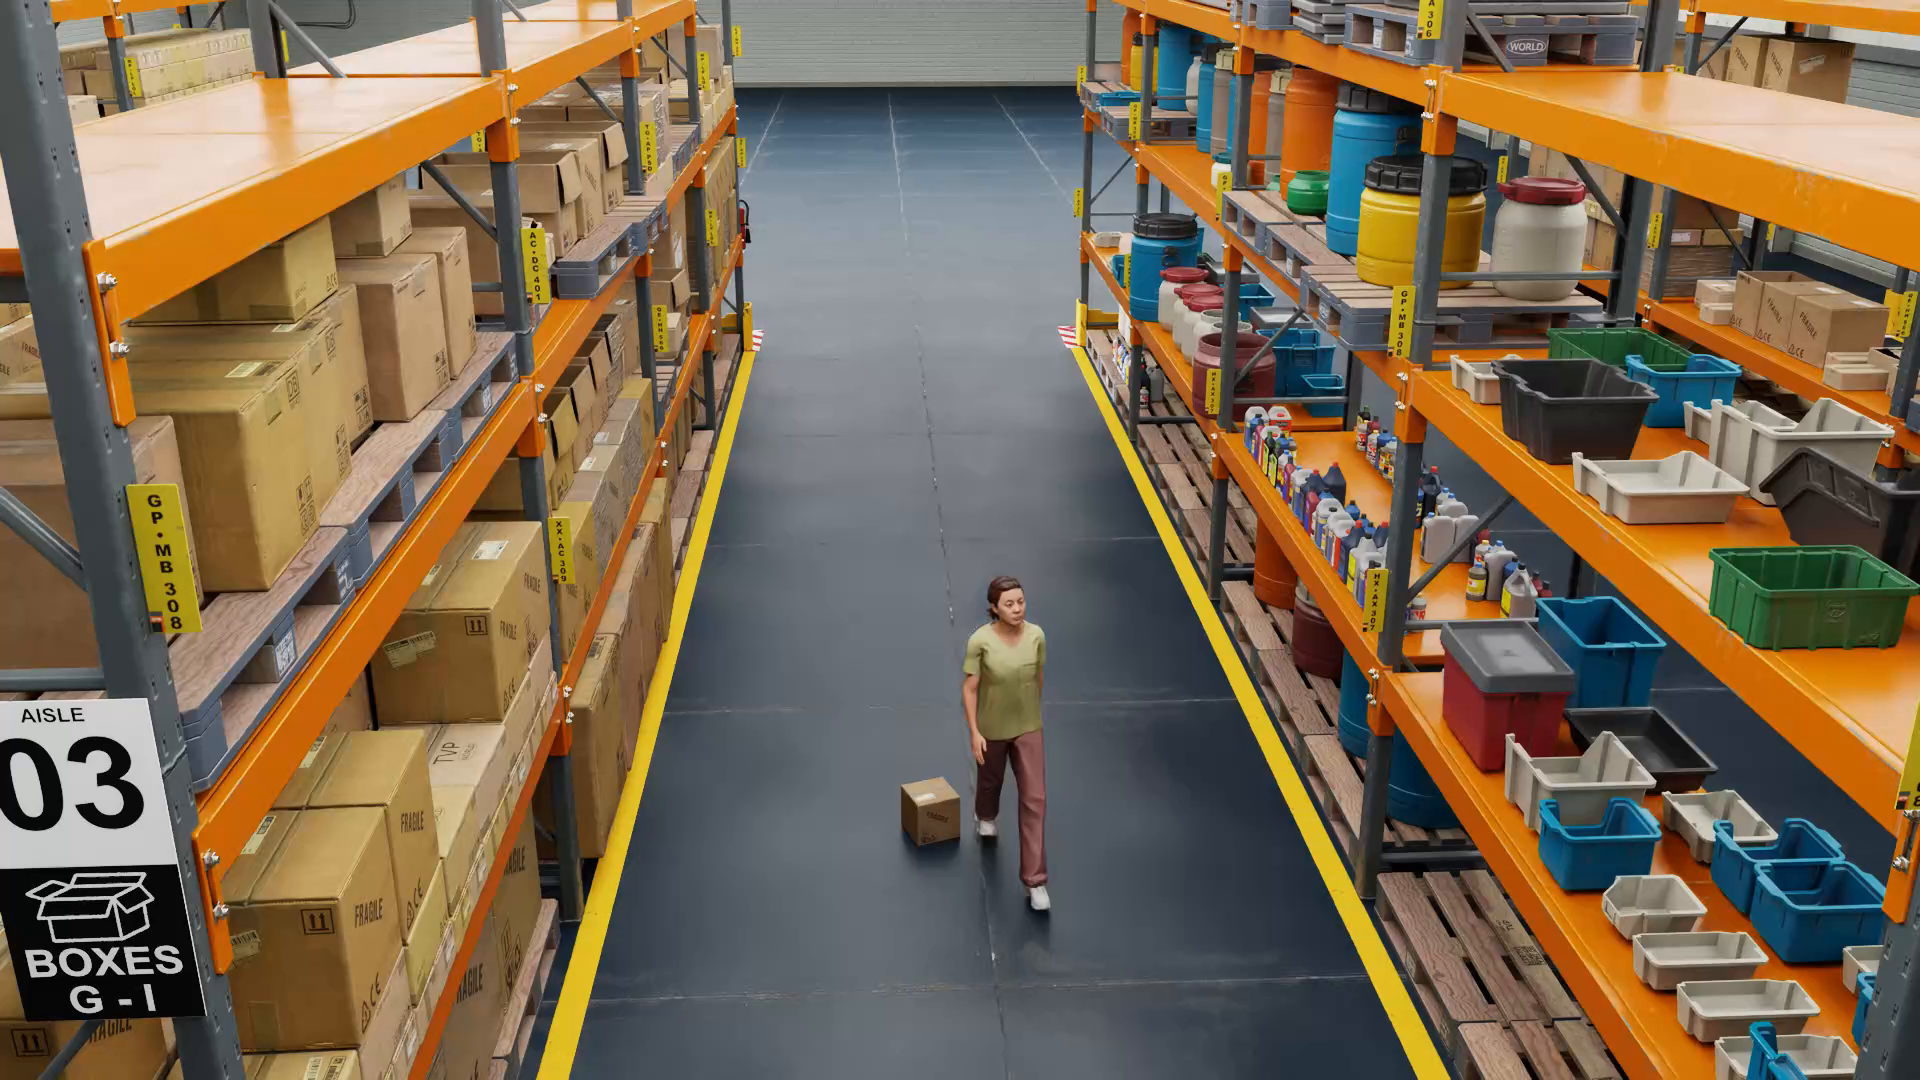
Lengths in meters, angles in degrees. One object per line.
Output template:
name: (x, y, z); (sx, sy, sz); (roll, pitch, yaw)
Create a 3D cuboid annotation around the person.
person: (0.238, 0.968, 8.485); (0.450, 1.614, 1.027); (-3, 21, -7)
